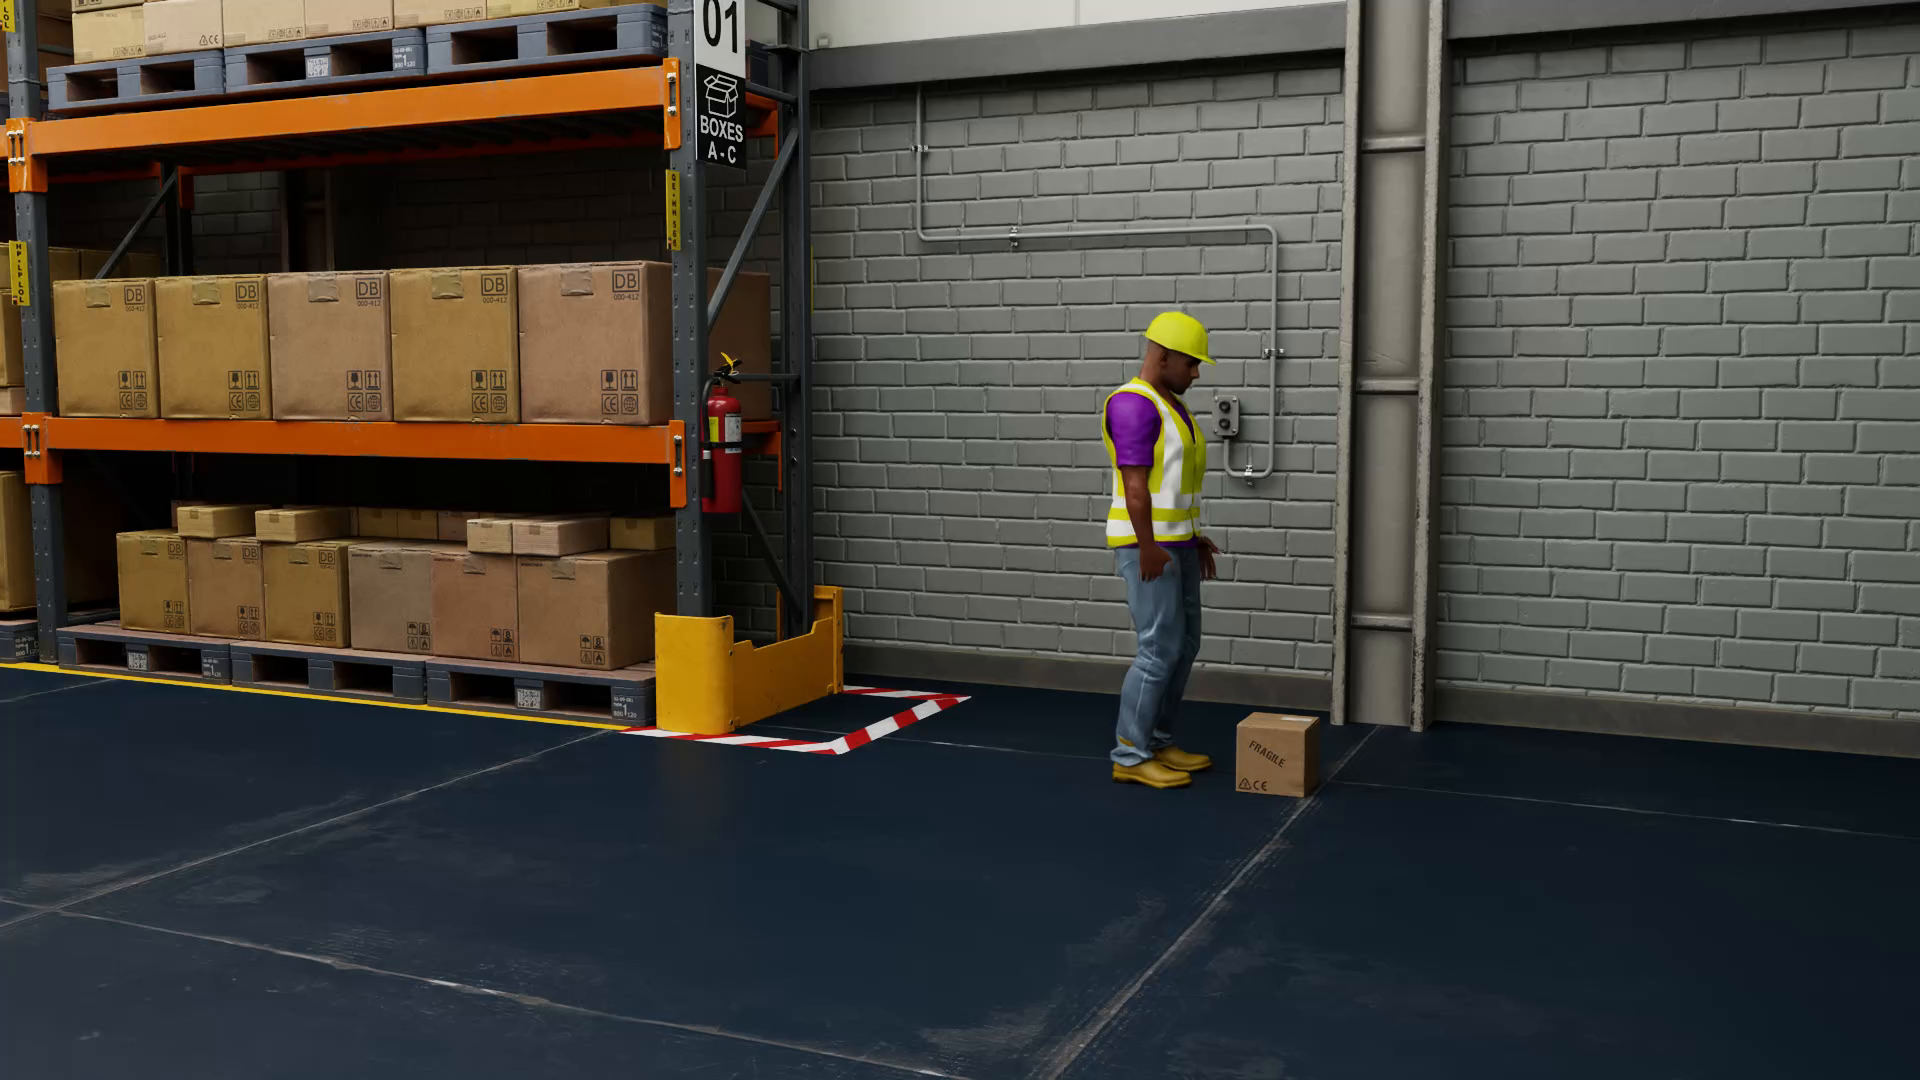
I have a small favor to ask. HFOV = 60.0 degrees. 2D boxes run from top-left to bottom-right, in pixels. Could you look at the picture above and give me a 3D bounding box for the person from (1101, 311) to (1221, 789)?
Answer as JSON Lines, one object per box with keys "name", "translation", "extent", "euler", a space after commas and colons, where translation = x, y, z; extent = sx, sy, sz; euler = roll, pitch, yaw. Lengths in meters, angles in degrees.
{"name": "person", "translation": [0.764, 0.023, 6.271], "extent": [0.384, 1.754, 0.573], "euler": [3, 6, 25]}
